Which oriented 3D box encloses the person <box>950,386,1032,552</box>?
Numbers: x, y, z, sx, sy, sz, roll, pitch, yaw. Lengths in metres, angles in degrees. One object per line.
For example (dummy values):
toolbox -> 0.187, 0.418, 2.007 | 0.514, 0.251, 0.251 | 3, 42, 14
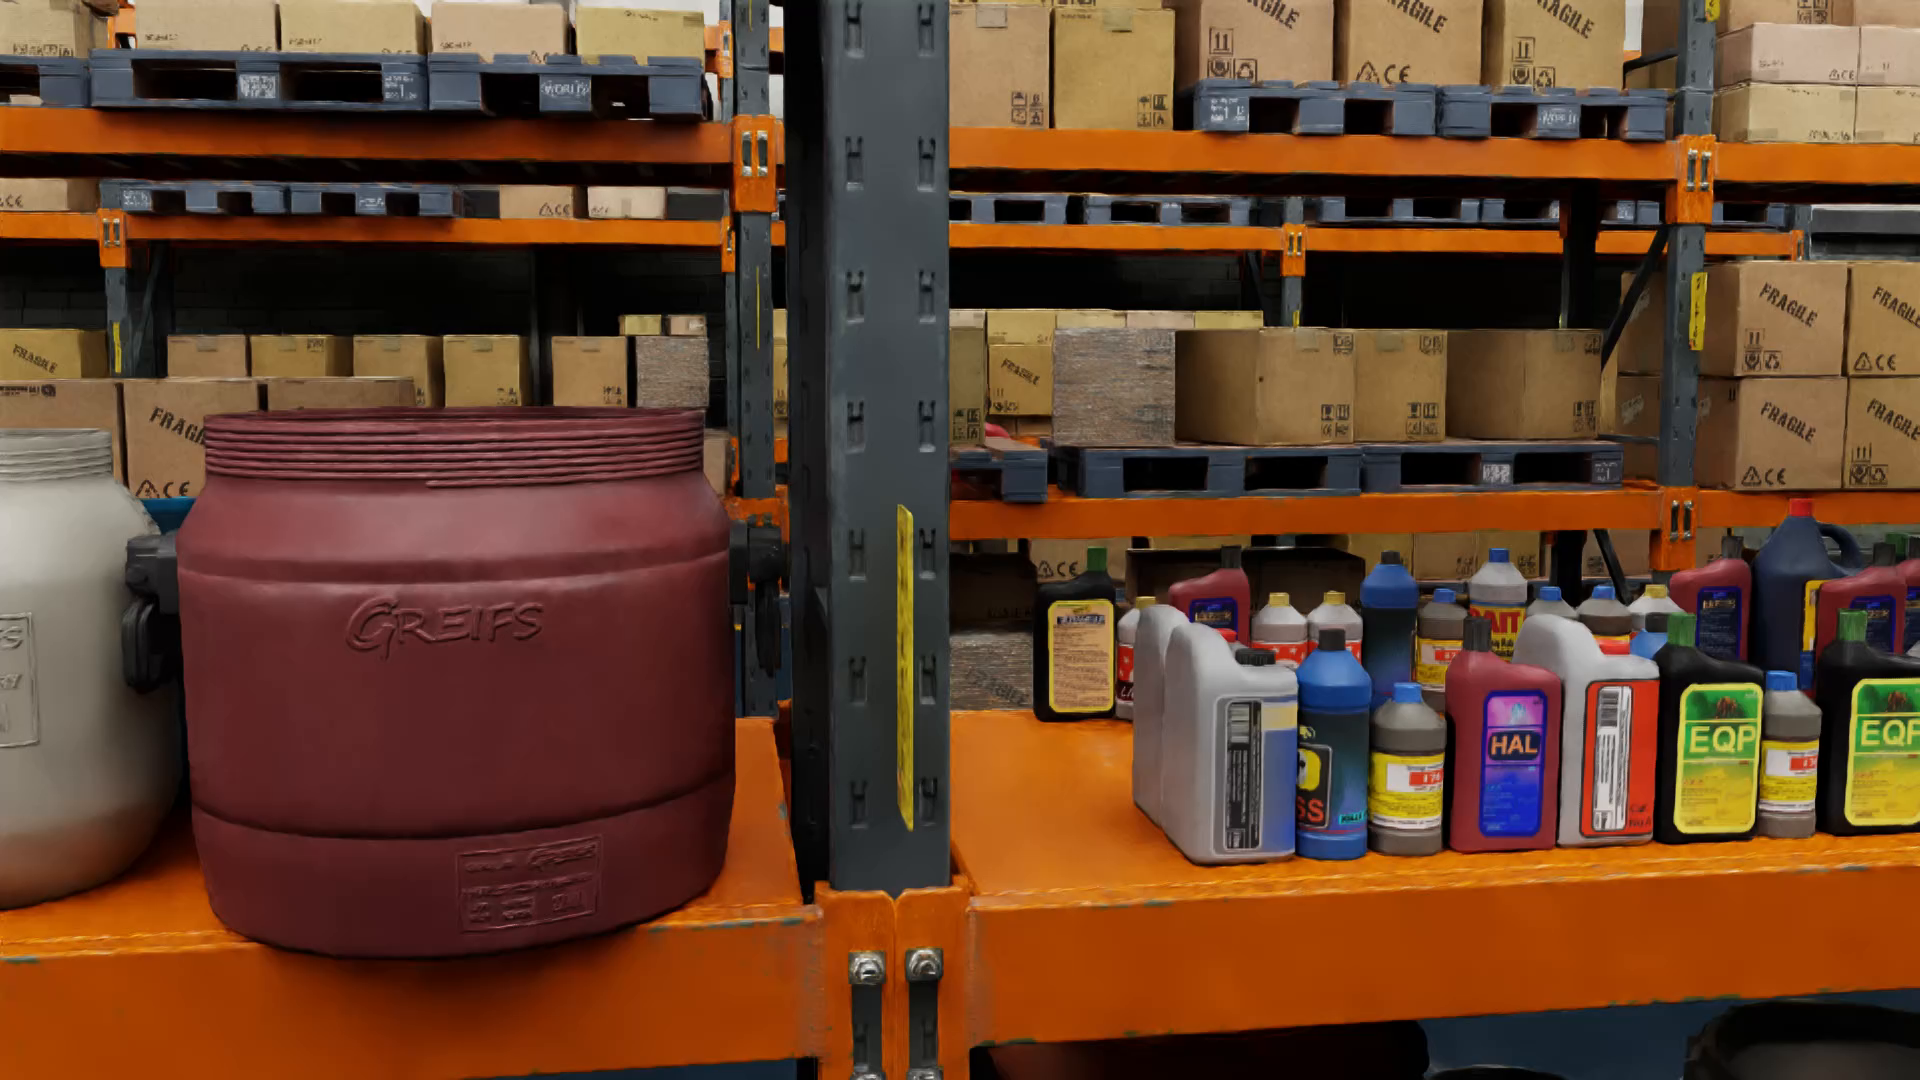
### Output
person -> 0.095, -0.086, 9.851 | 0.666, 1.721, 0.599 | 0, 6, 3
